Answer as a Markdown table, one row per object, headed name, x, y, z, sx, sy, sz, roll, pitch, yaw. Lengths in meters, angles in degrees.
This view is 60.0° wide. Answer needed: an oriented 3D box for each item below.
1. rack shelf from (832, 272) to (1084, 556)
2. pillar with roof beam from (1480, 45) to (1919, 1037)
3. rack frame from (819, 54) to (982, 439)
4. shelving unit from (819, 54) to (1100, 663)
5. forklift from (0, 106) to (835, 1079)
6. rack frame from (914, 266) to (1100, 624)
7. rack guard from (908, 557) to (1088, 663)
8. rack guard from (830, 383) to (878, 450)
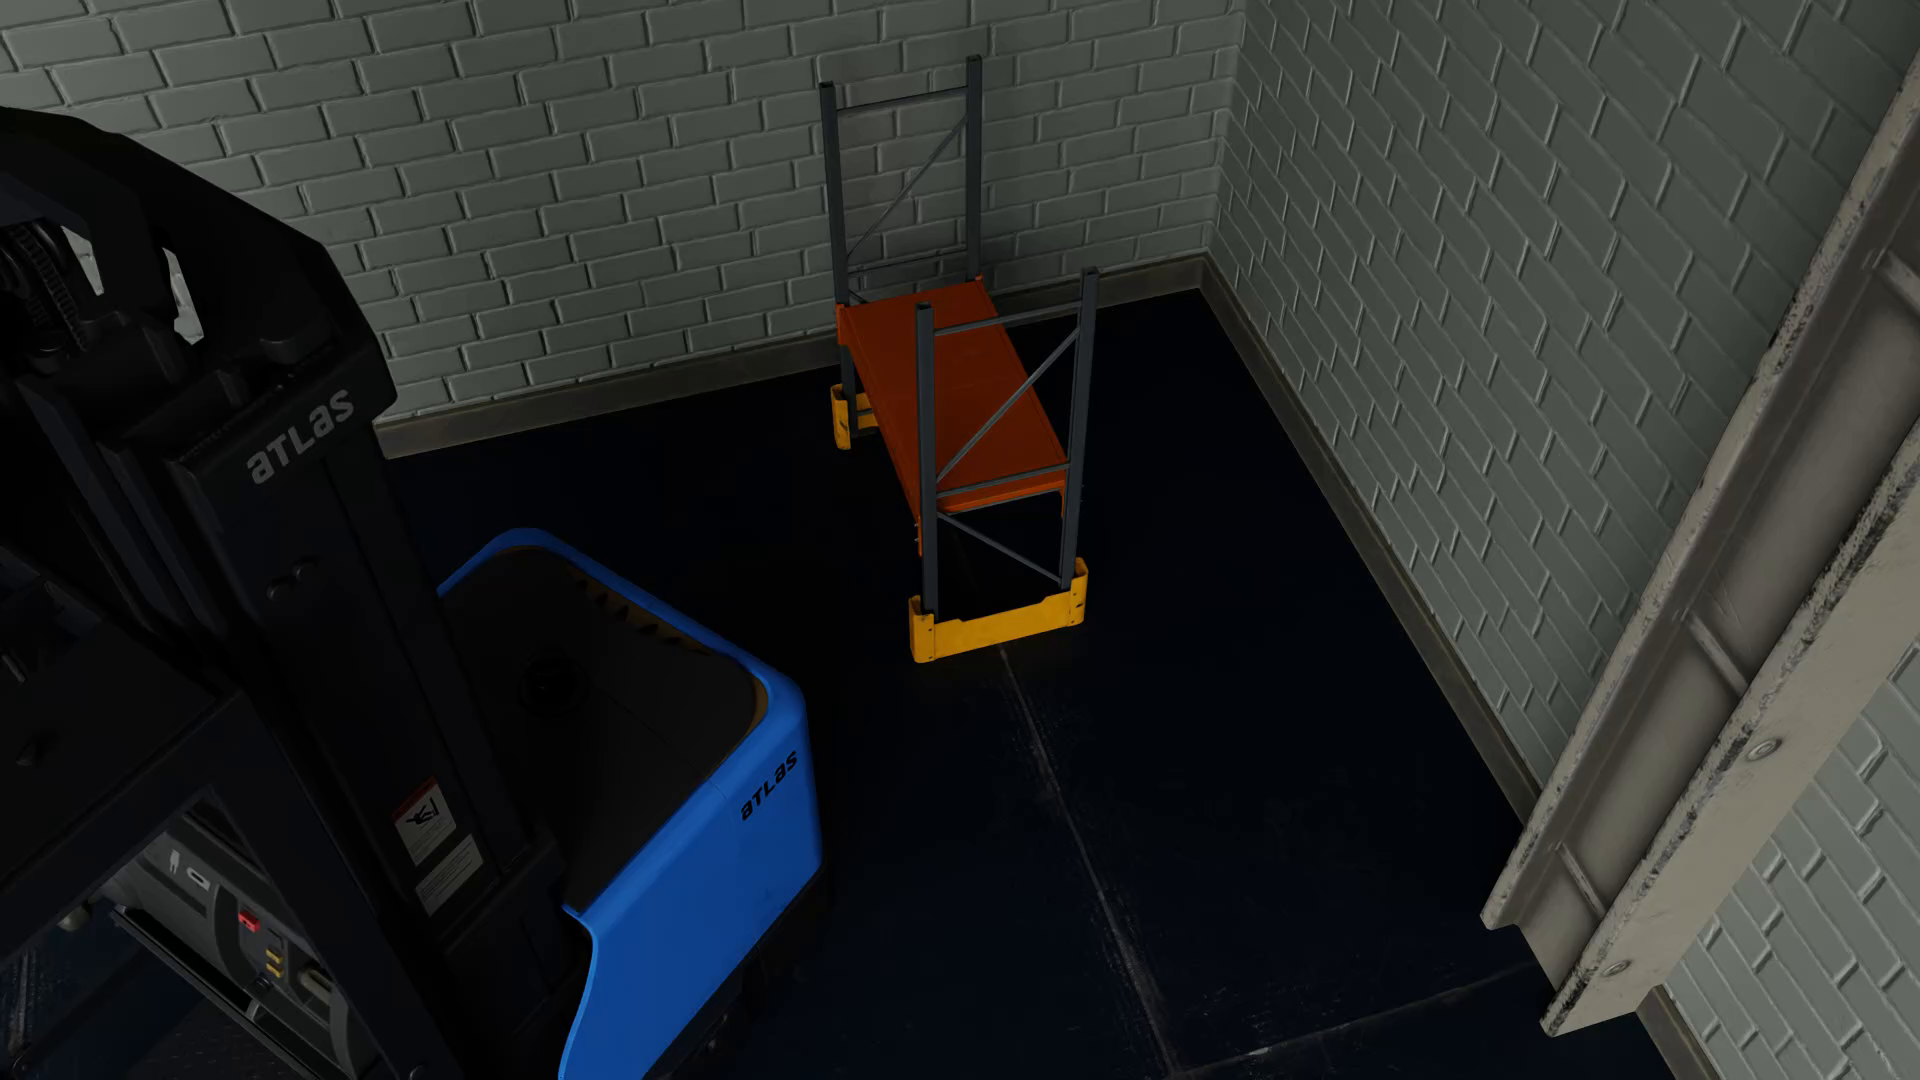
| name | x | y | z | sx | sy | sz | roll | pitch | yaw |
| --- | --- | --- | --- | --- | --- | --- | --- | --- | --- |
| rack shelf | -0.025 | -0.430 | 5.367 | 0.538 | 0.185 | 1.000 | -13 | 51 | -11 |
| pillar with roof beam | -2.399 | -0.732 | 0.481 | 9.100 | 9.000 | 0.400 | -13 | 51 | -11 |
| rack frame | -0.176 | -0.917 | 5.542 | 0.500 | 1.500 | 0.032 | -13 | 51 | -11 |
| shelving unit | -0.023 | -0.539 | 5.224 | 0.587 | 1.500 | 1.083 | -13 | 51 | -11 |
| forklift | -1.618 | 0.824 | 3.139 | 1.130 | 2.935 | 3.031 | 28 | 55 | 22 |
| rack frame | 0.125 | -0.174 | 4.916 | 0.500 | 1.500 | 0.032 | -13 | 51 | -11 |
| rack guard | 0.125 | 0.227 | 5.395 | 0.587 | 0.250 | 0.087 | -13 | 51 | -11 |
| rack guard | -0.170 | -0.500 | 6.008 | 0.587 | 0.250 | 0.087 | -13 | 51 | -11 |
